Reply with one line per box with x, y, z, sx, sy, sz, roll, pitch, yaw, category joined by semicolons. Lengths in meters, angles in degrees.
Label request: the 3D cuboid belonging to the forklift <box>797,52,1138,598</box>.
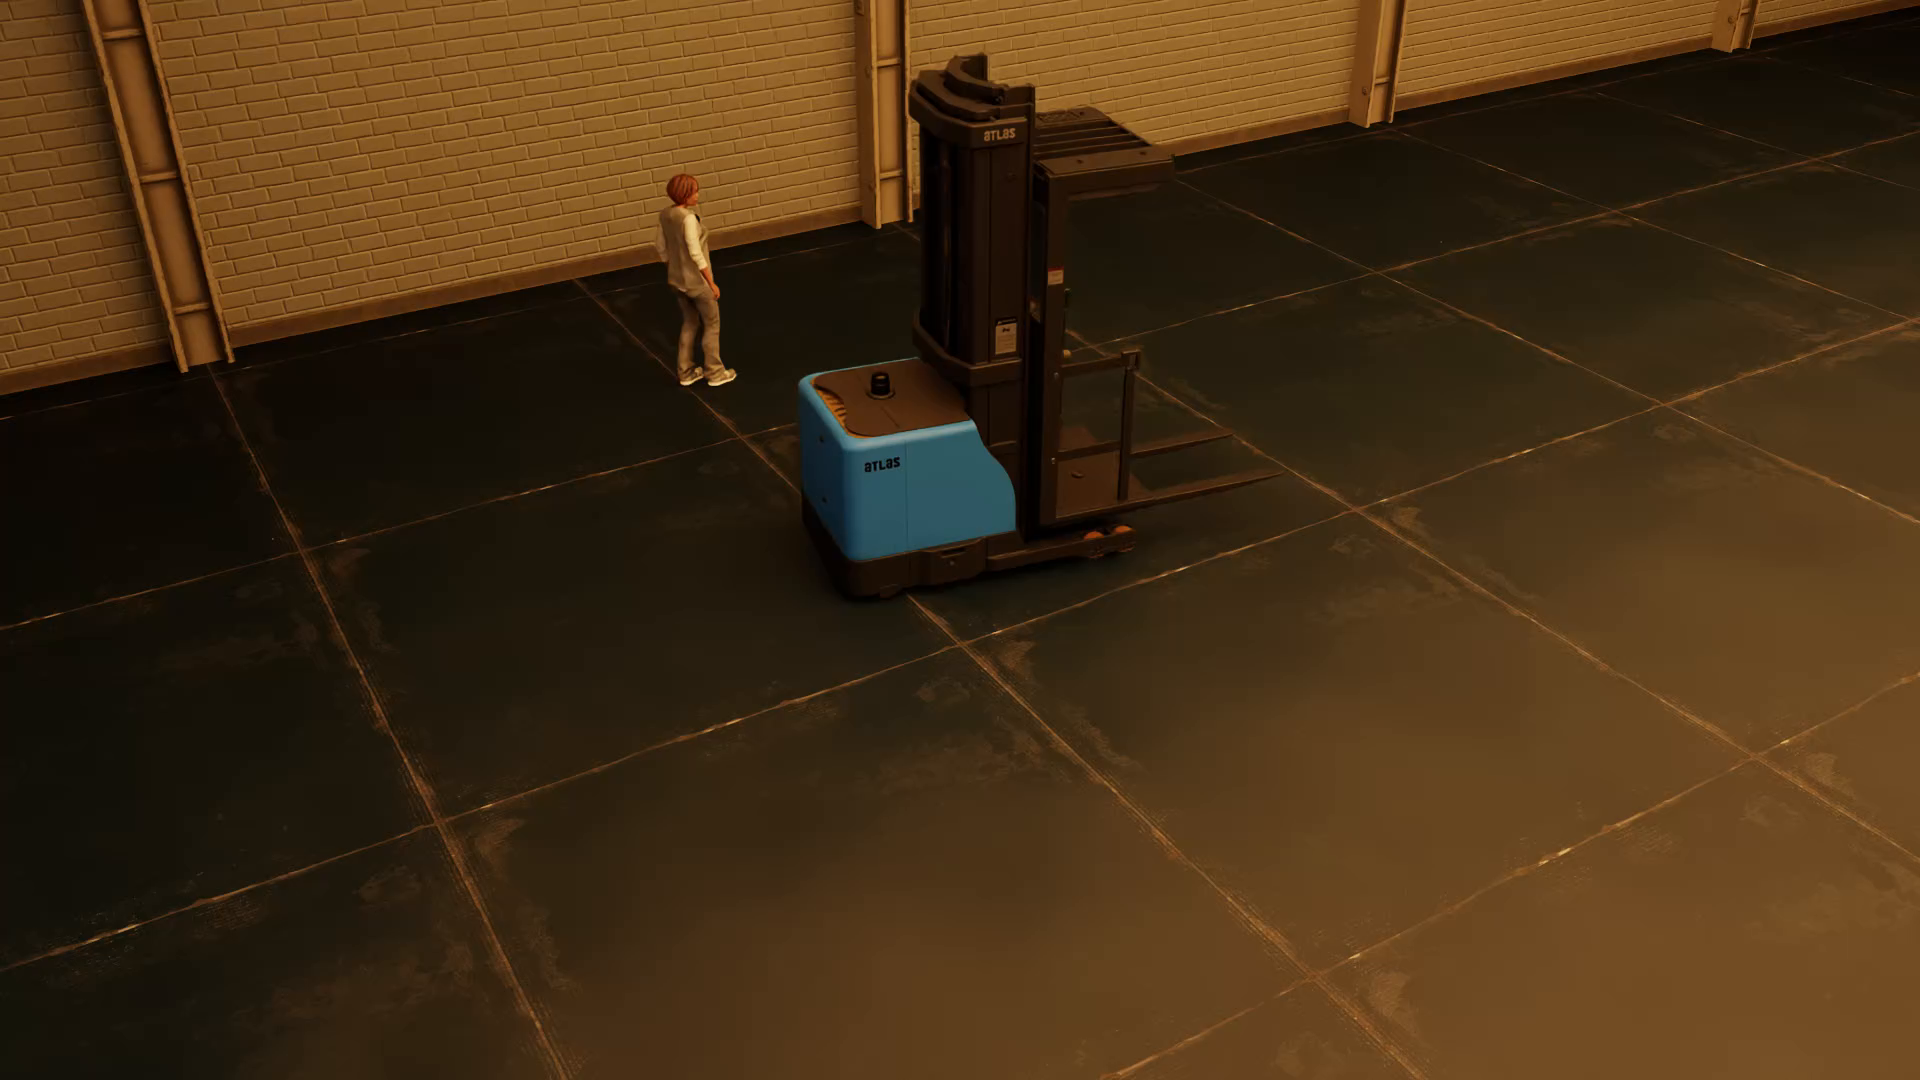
0.570;-1.381;9.953;3.031;2.935;1.130;-11;33;-18;forklift

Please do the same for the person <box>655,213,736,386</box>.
-1.930;-1.793;12.180;0.536;1.355;0.394;24;38;34;person
